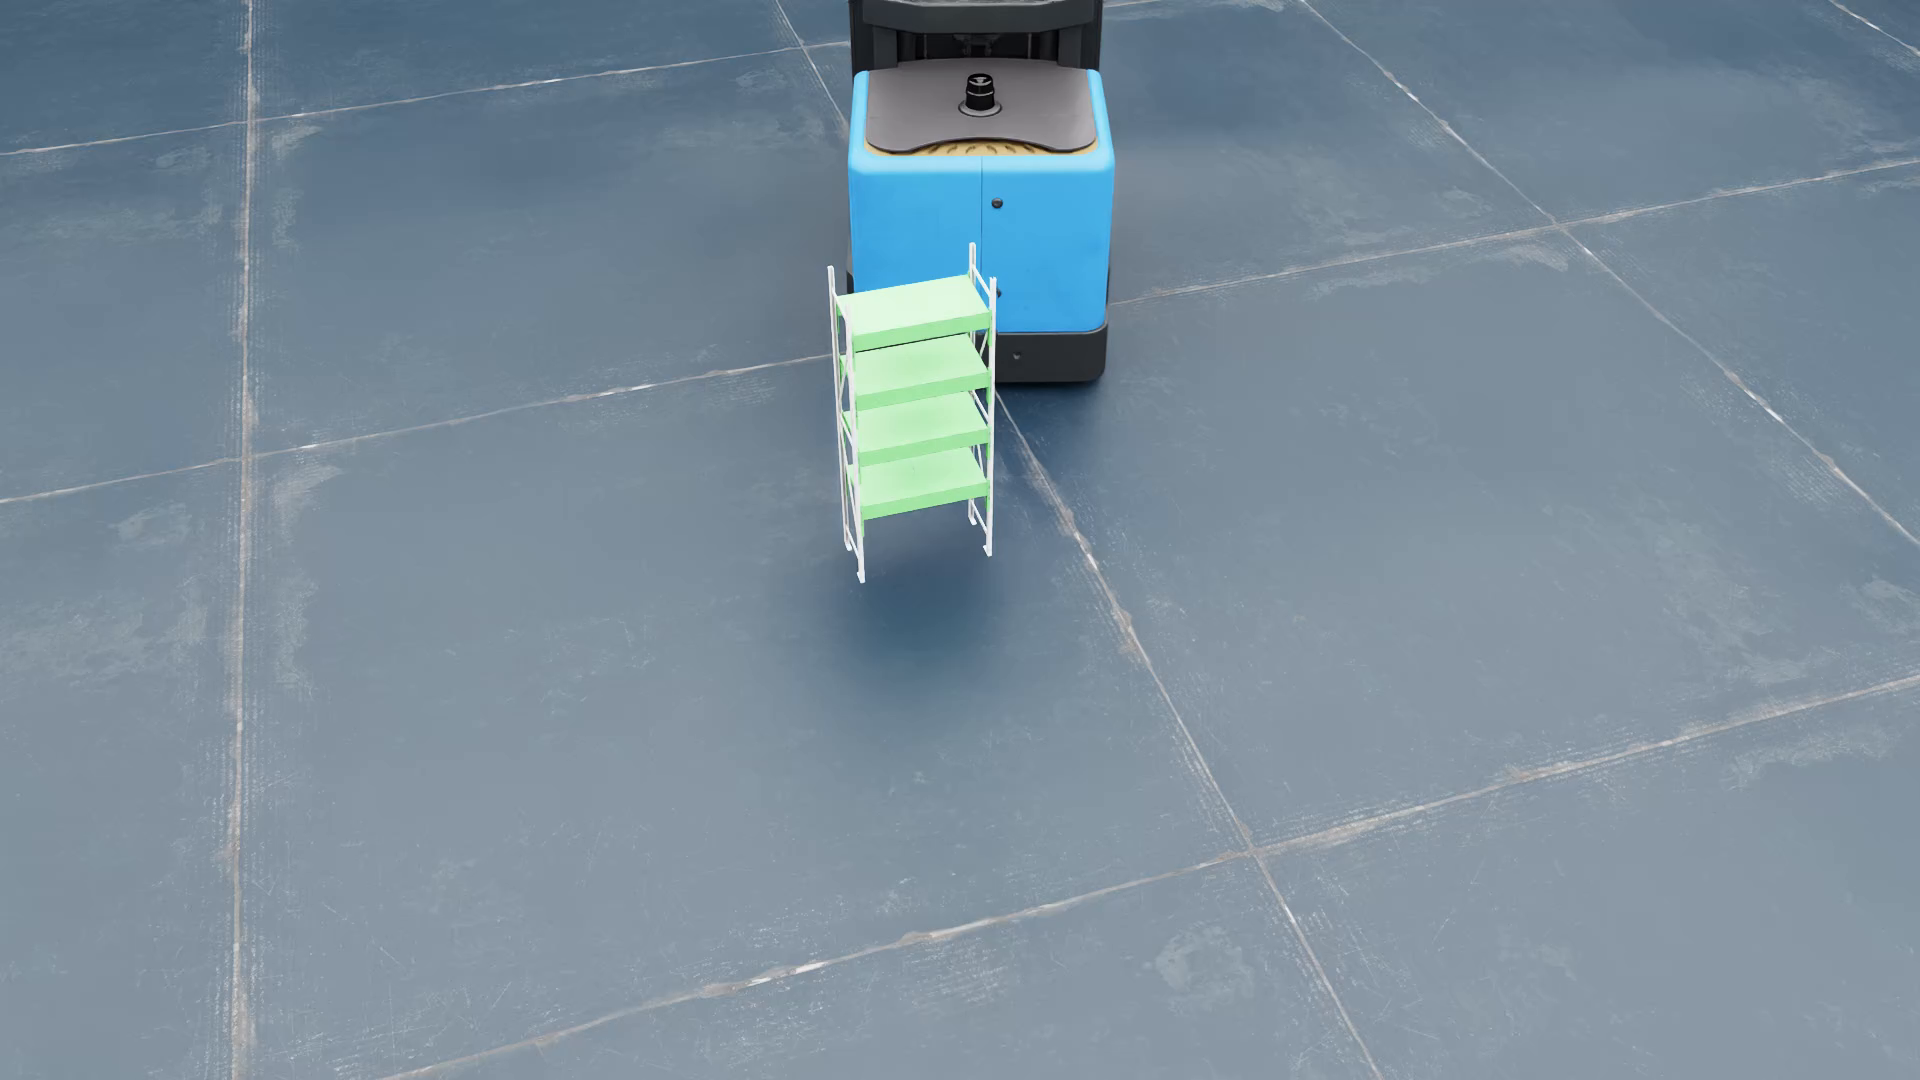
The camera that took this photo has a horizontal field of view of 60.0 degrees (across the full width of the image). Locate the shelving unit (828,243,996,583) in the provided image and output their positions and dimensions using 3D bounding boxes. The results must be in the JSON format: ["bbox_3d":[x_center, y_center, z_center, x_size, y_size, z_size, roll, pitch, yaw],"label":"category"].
[{"bbox_3d":[-0.158,-0.419,5.818,0.503,1.200,0.258,-12,42,-13],"label":"shelving unit"}]

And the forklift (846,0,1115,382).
[{"bbox_3d":[0.064,-2.697,7.109,1.130,2.935,3.031,-1,41,-1],"label":"forklift"}]

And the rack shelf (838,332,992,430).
[{"bbox_3d":[-0.158,-0.552,5.702,0.480,0.148,0.258,-12,42,-13],"label":"rack shelf"}]

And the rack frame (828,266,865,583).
[{"bbox_3d":[-0.391,-0.371,5.763,0.015,1.200,0.240,-12,42,-13],"label":"rack frame"}]

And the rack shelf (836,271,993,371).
[{"bbox_3d":[-0.158,-0.732,5.544,0.480,0.148,0.258,-12,42,-13],"label":"rack shelf"}]

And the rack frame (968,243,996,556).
[{"bbox_3d":[0.075,-0.467,5.873,0.015,1.200,0.240,-12,42,-13],"label":"rack frame"}]

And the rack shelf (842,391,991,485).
[{"bbox_3d":[-0.158,-0.371,5.860,0.480,0.148,0.258,-12,42,-13],"label":"rack shelf"}]

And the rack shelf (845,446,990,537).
[{"bbox_3d":[-0.158,-0.190,6.018,0.480,0.148,0.258,-12,42,-13],"label":"rack shelf"}]
